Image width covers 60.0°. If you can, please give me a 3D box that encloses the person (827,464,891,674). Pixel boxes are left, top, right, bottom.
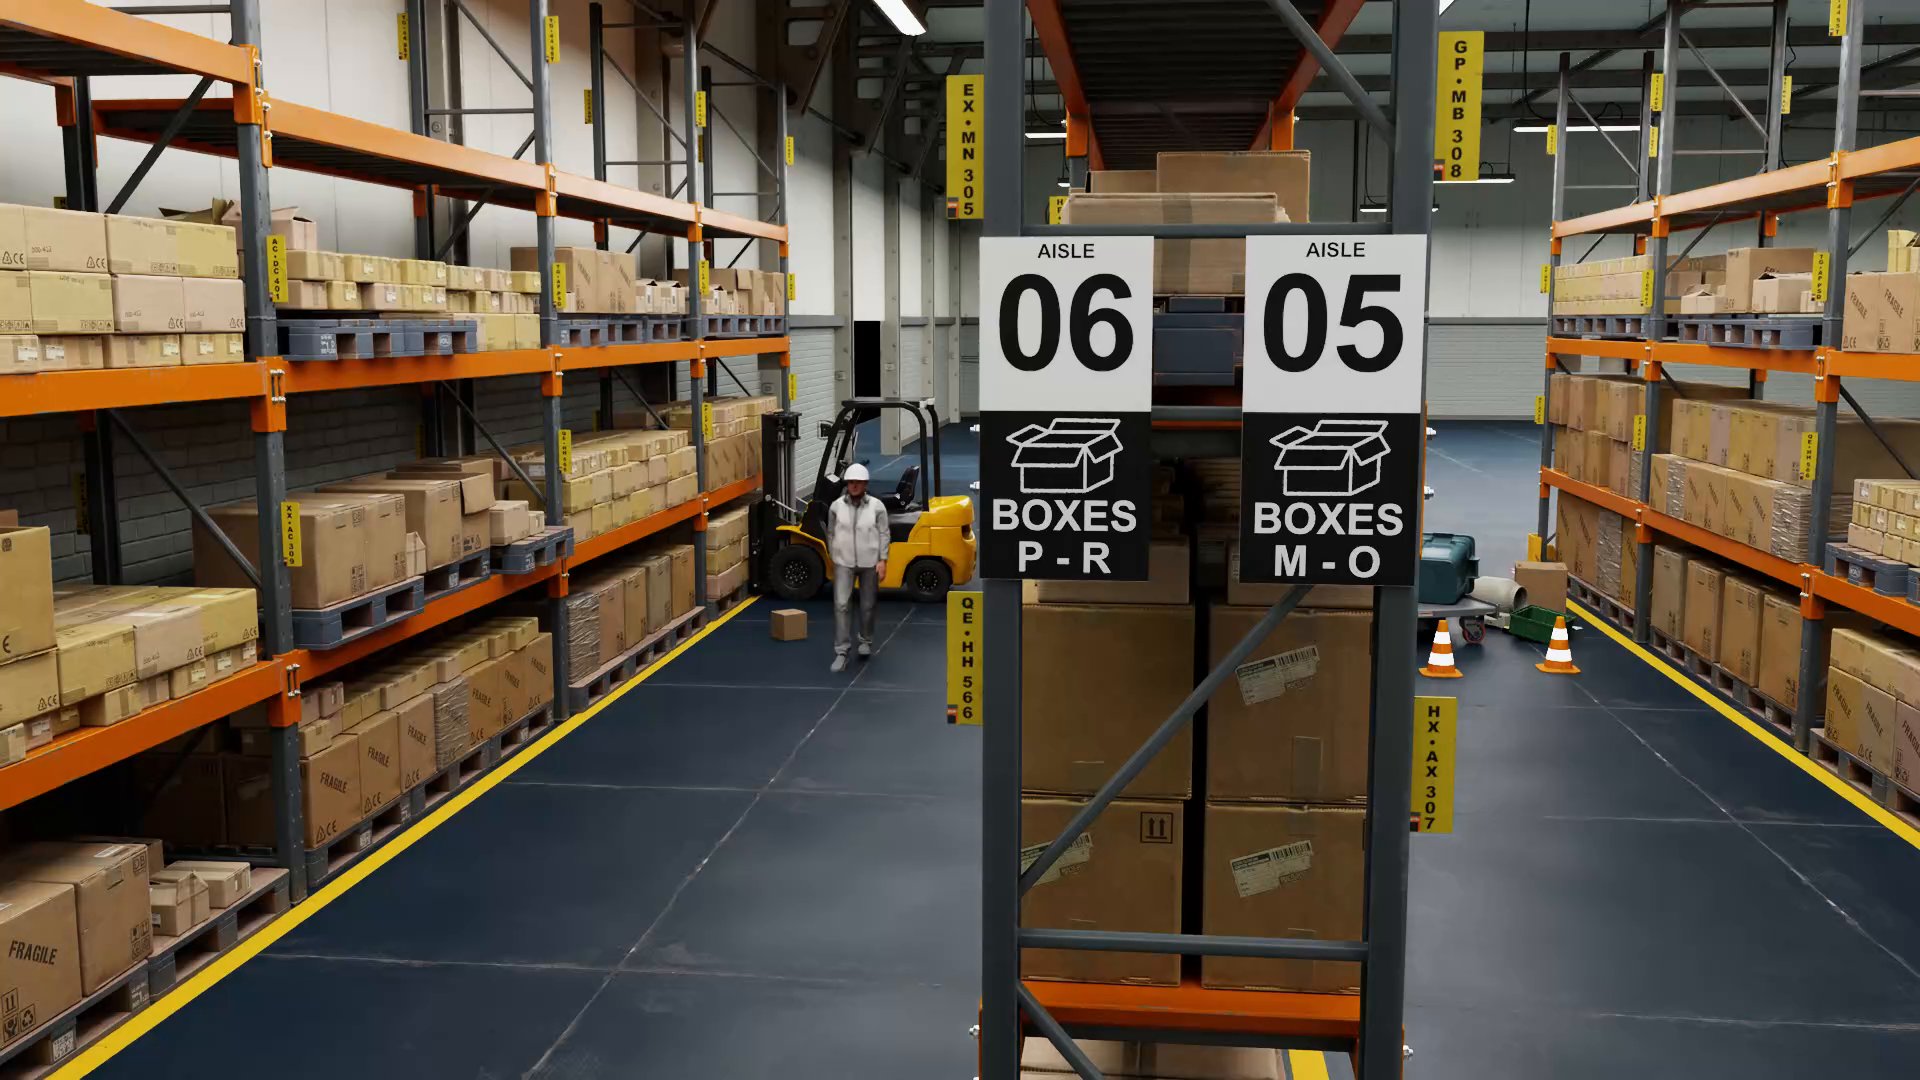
[{"bbox_3d":[-0.888,0.216,14.557,0.566,1.769,0.871,0,8,0],"label":"person"}]
